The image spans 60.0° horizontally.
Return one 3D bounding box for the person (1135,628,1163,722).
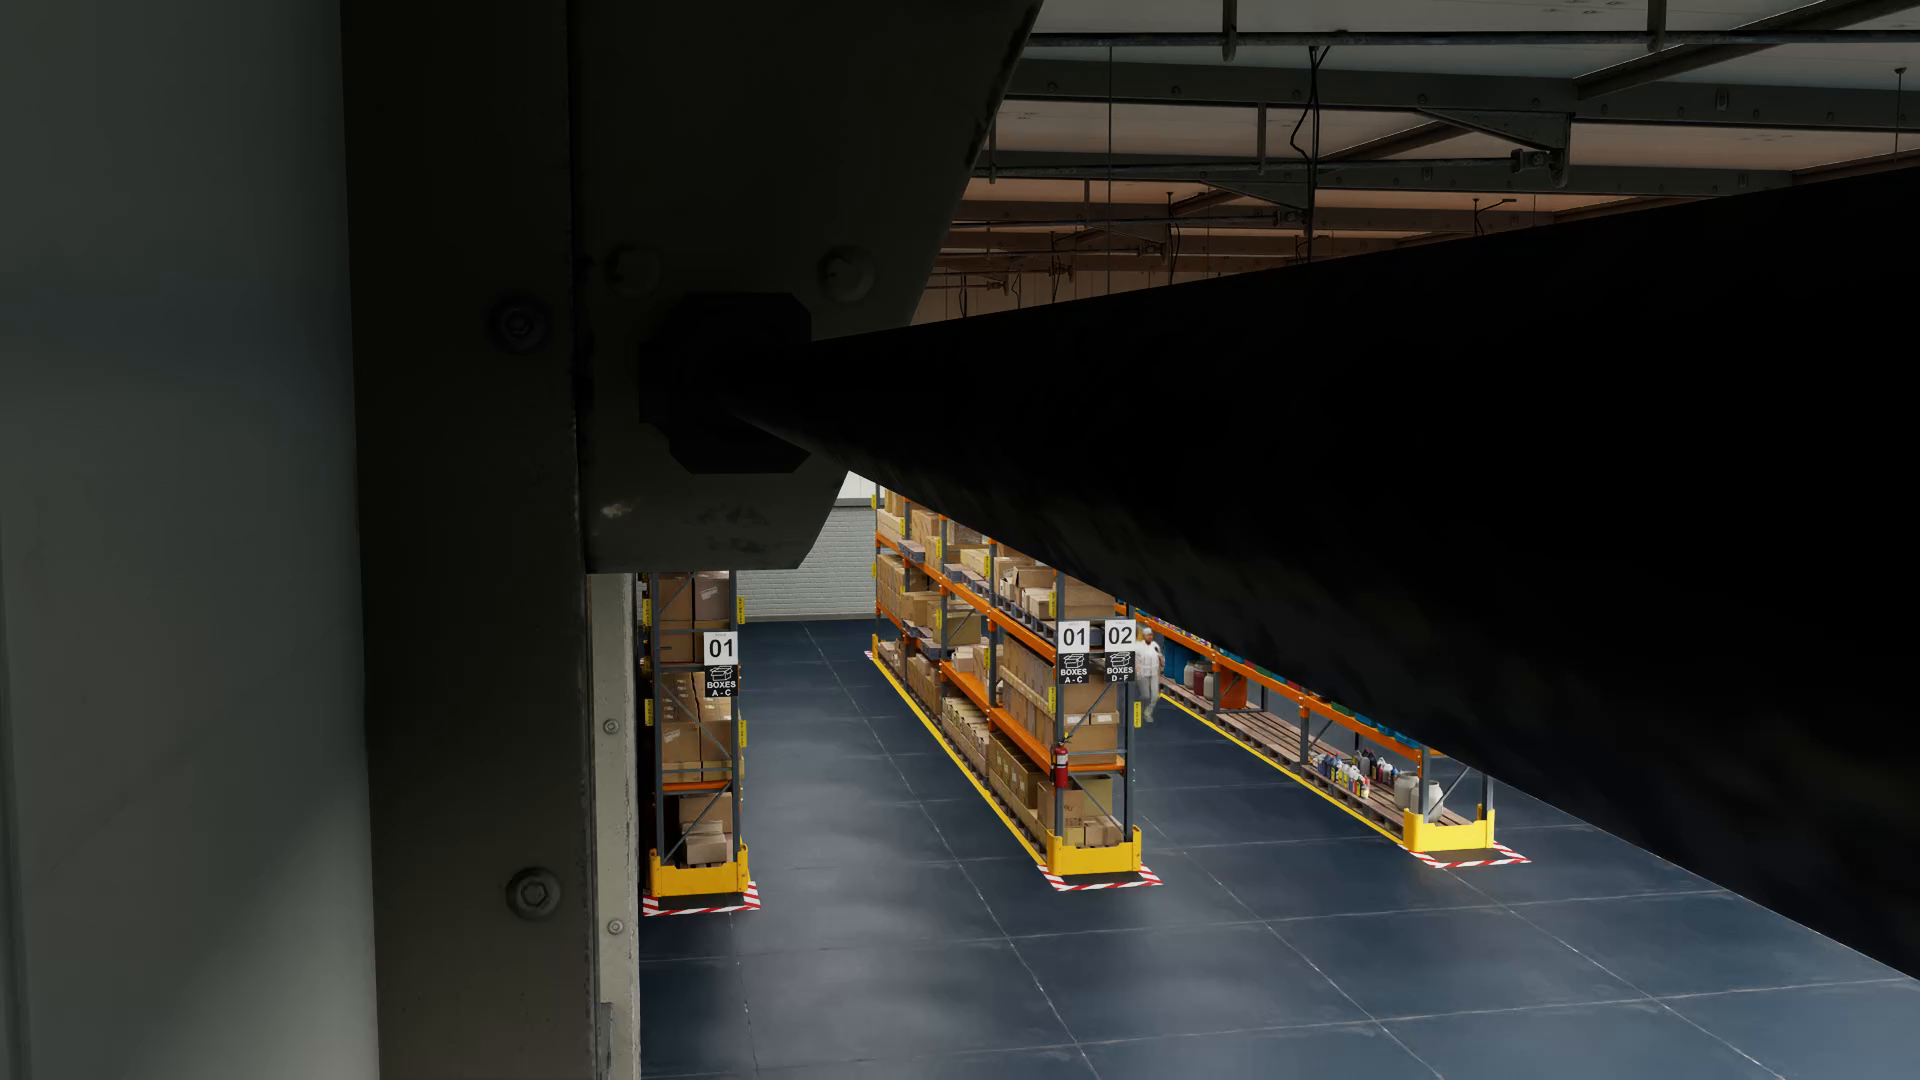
[{"bbox_3d":[3.231,2.317,28.627,0.616,1.615,0.509,-2,6,-15],"label":"person"}]
